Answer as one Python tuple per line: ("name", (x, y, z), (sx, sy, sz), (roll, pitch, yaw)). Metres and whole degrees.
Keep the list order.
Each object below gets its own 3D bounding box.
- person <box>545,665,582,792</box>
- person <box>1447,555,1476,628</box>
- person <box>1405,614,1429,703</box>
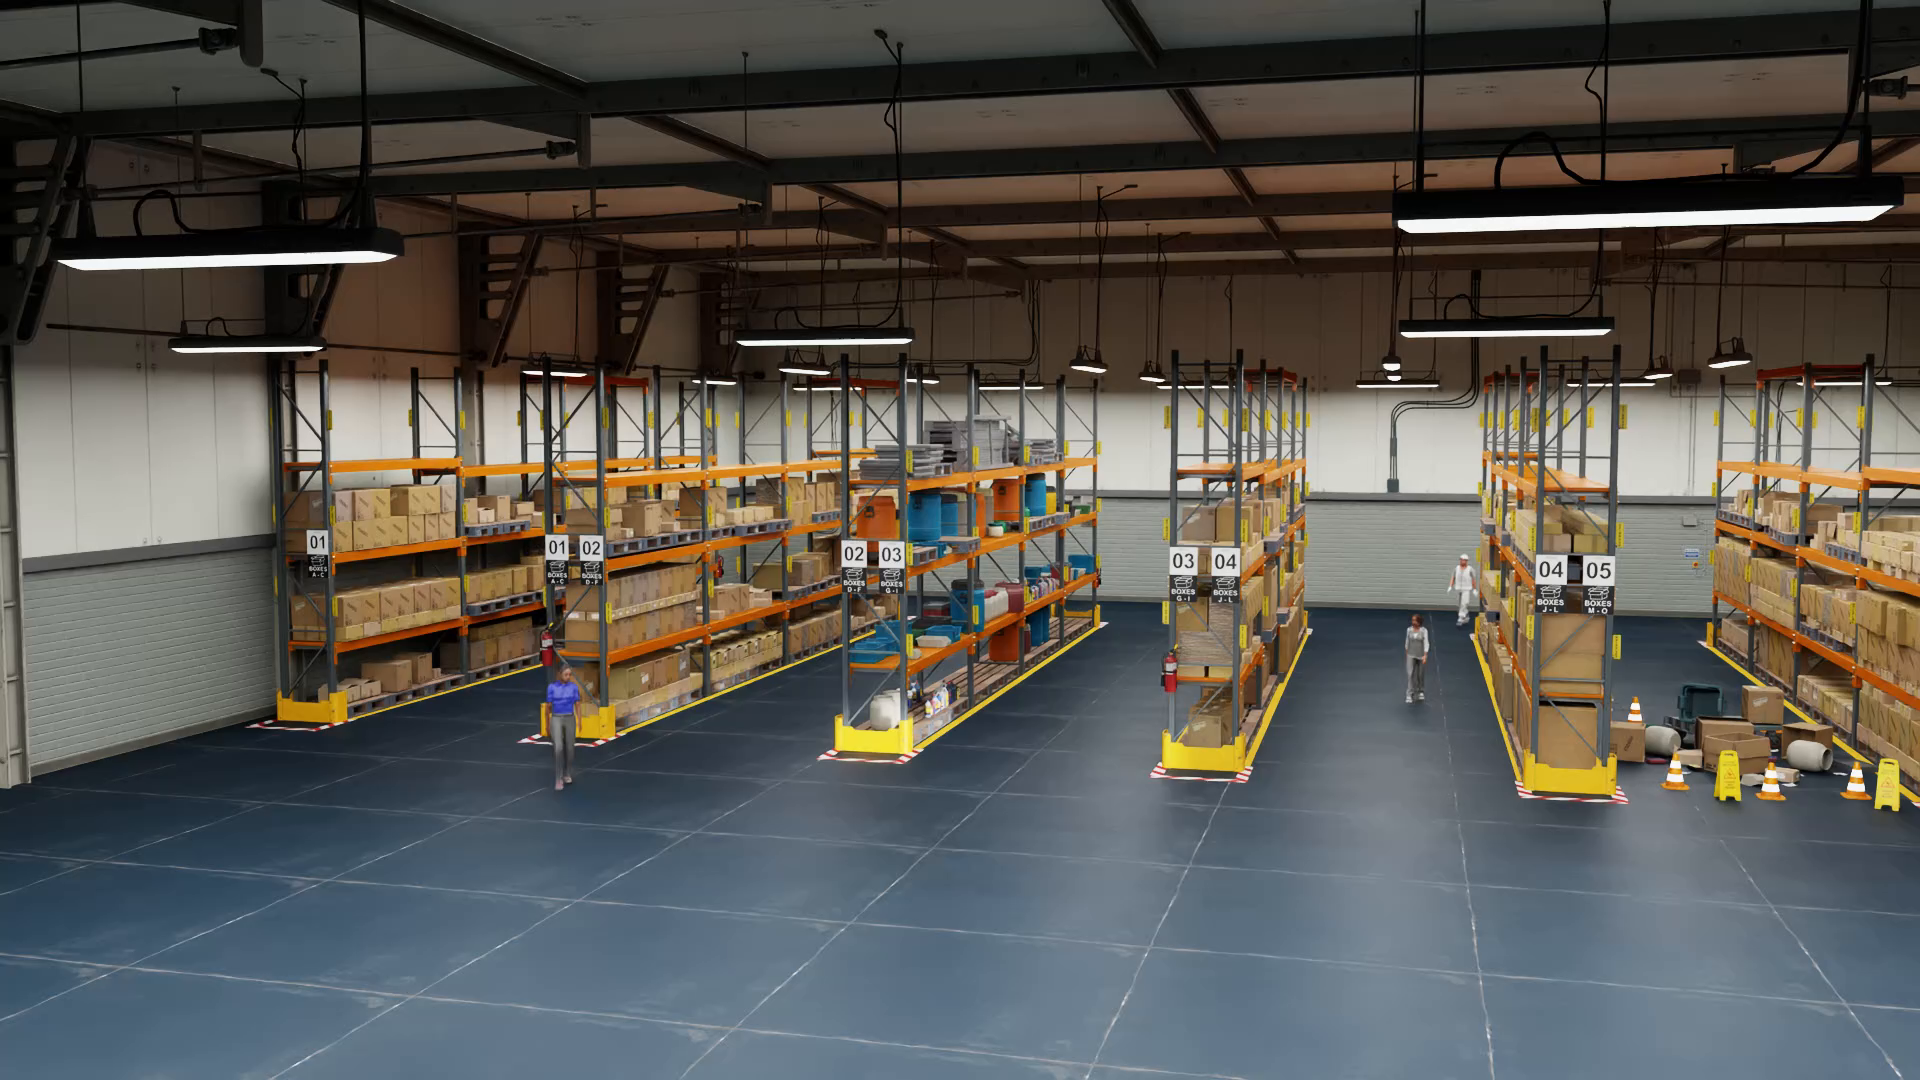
("person", (-5.378, 2.555, 22.740), (0.470, 1.663, 0.679), (-2, 5, -30))
("person", (12.150, 1.223, 40.315), (0.612, 1.748, 1.056), (3, 5, 39))
("person", (8.083, 2.089, 29.452), (0.443, 1.548, 0.887), (2, 5, 28))
